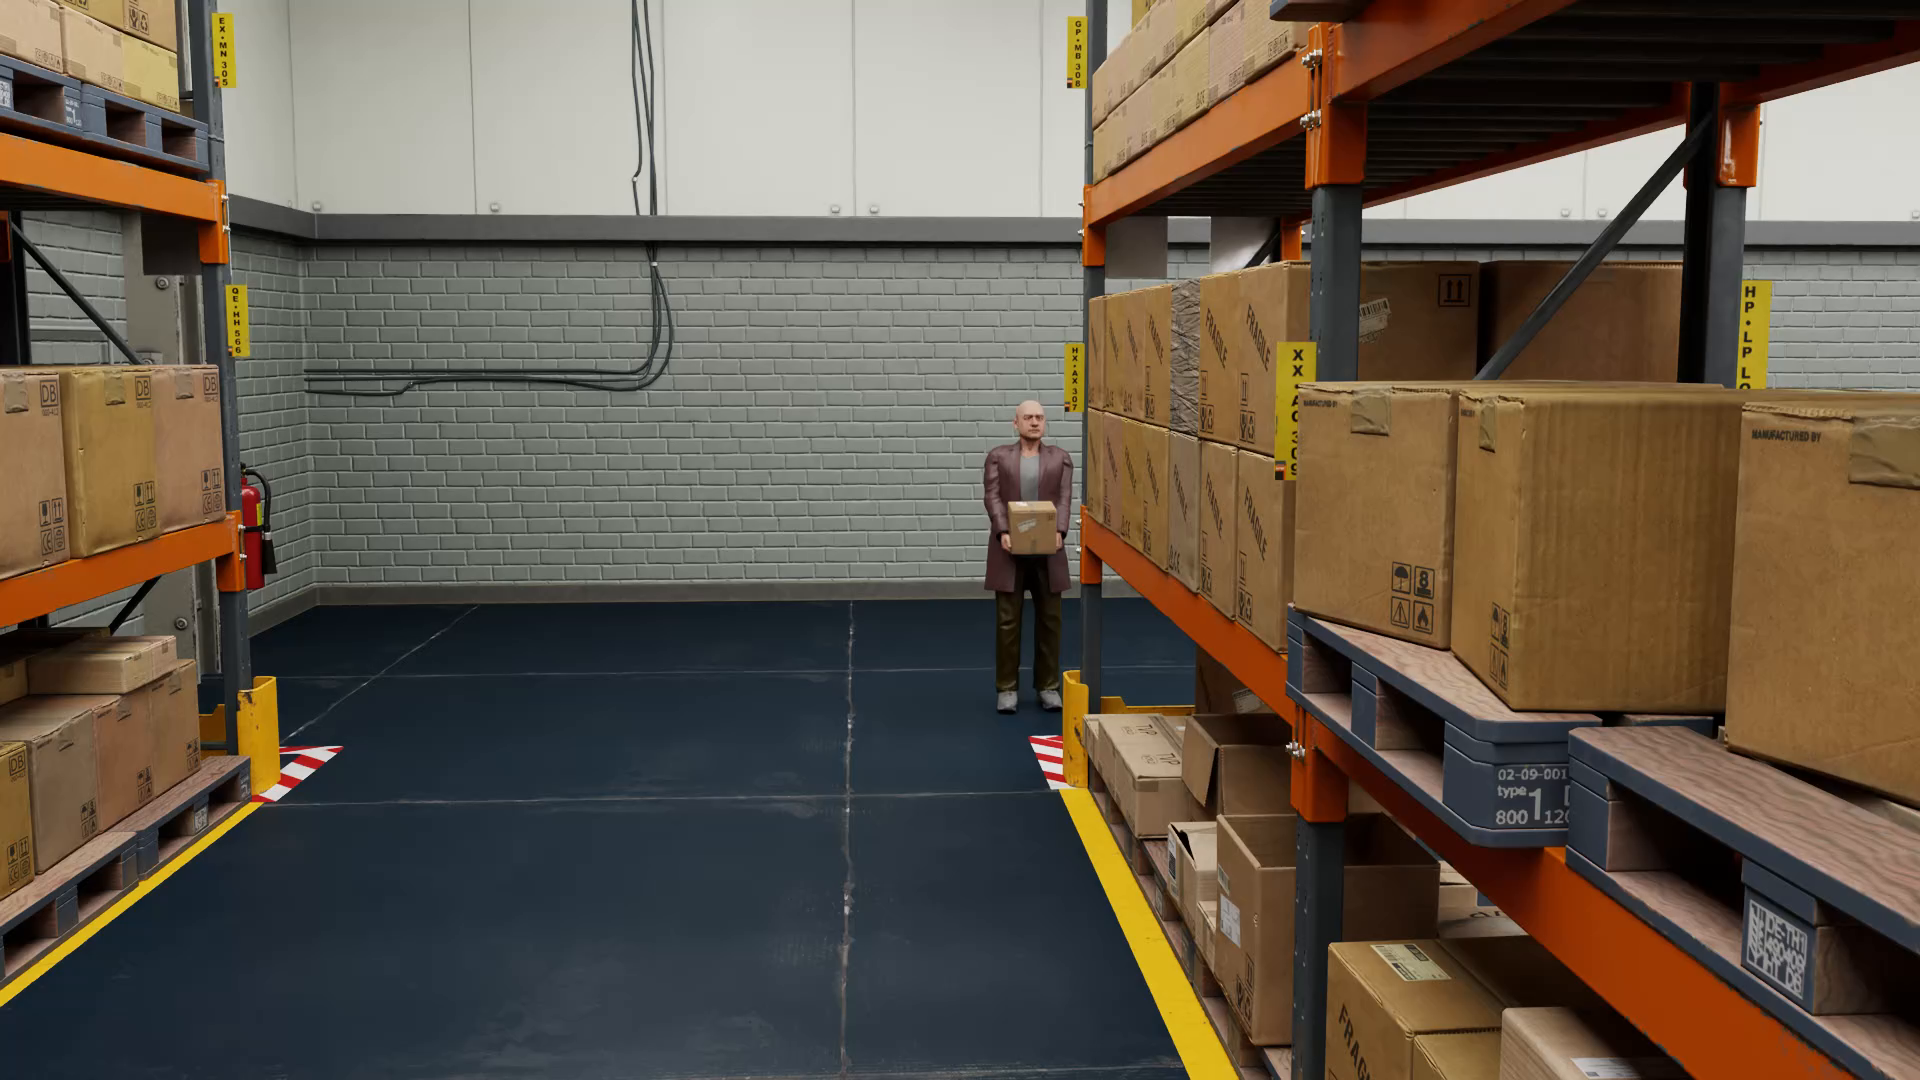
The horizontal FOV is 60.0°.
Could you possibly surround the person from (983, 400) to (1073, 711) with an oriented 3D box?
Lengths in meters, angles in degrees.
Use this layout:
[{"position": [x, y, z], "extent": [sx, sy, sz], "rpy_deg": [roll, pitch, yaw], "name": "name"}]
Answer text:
[{"position": [0.402, 0.093, 9.529], "extent": [0.526, 1.769, 0.553], "rpy_deg": [0, 7, -4], "name": "person"}]
